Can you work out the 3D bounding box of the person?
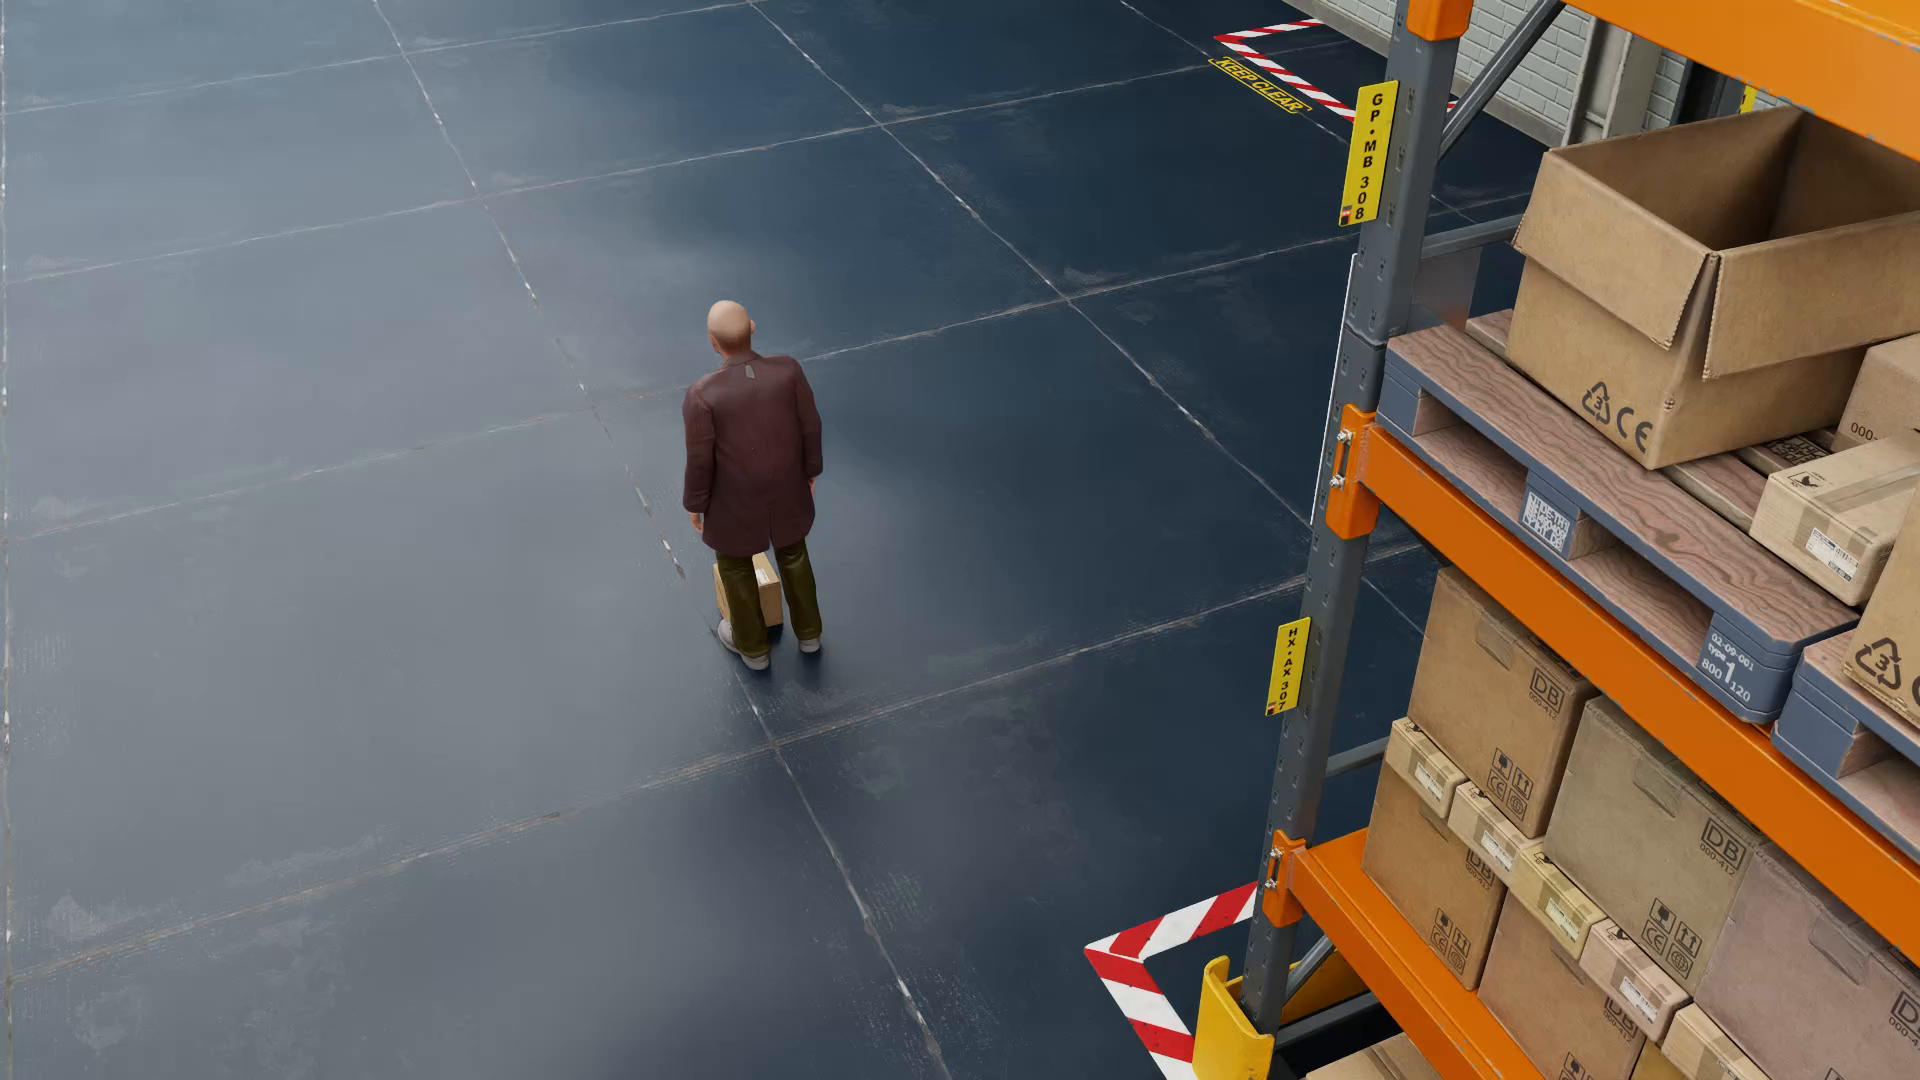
[{"bbox_3d":[-0.889,-0.222,7.167,0.645,1.772,0.429,-18,40,-22],"label":"person"}]
